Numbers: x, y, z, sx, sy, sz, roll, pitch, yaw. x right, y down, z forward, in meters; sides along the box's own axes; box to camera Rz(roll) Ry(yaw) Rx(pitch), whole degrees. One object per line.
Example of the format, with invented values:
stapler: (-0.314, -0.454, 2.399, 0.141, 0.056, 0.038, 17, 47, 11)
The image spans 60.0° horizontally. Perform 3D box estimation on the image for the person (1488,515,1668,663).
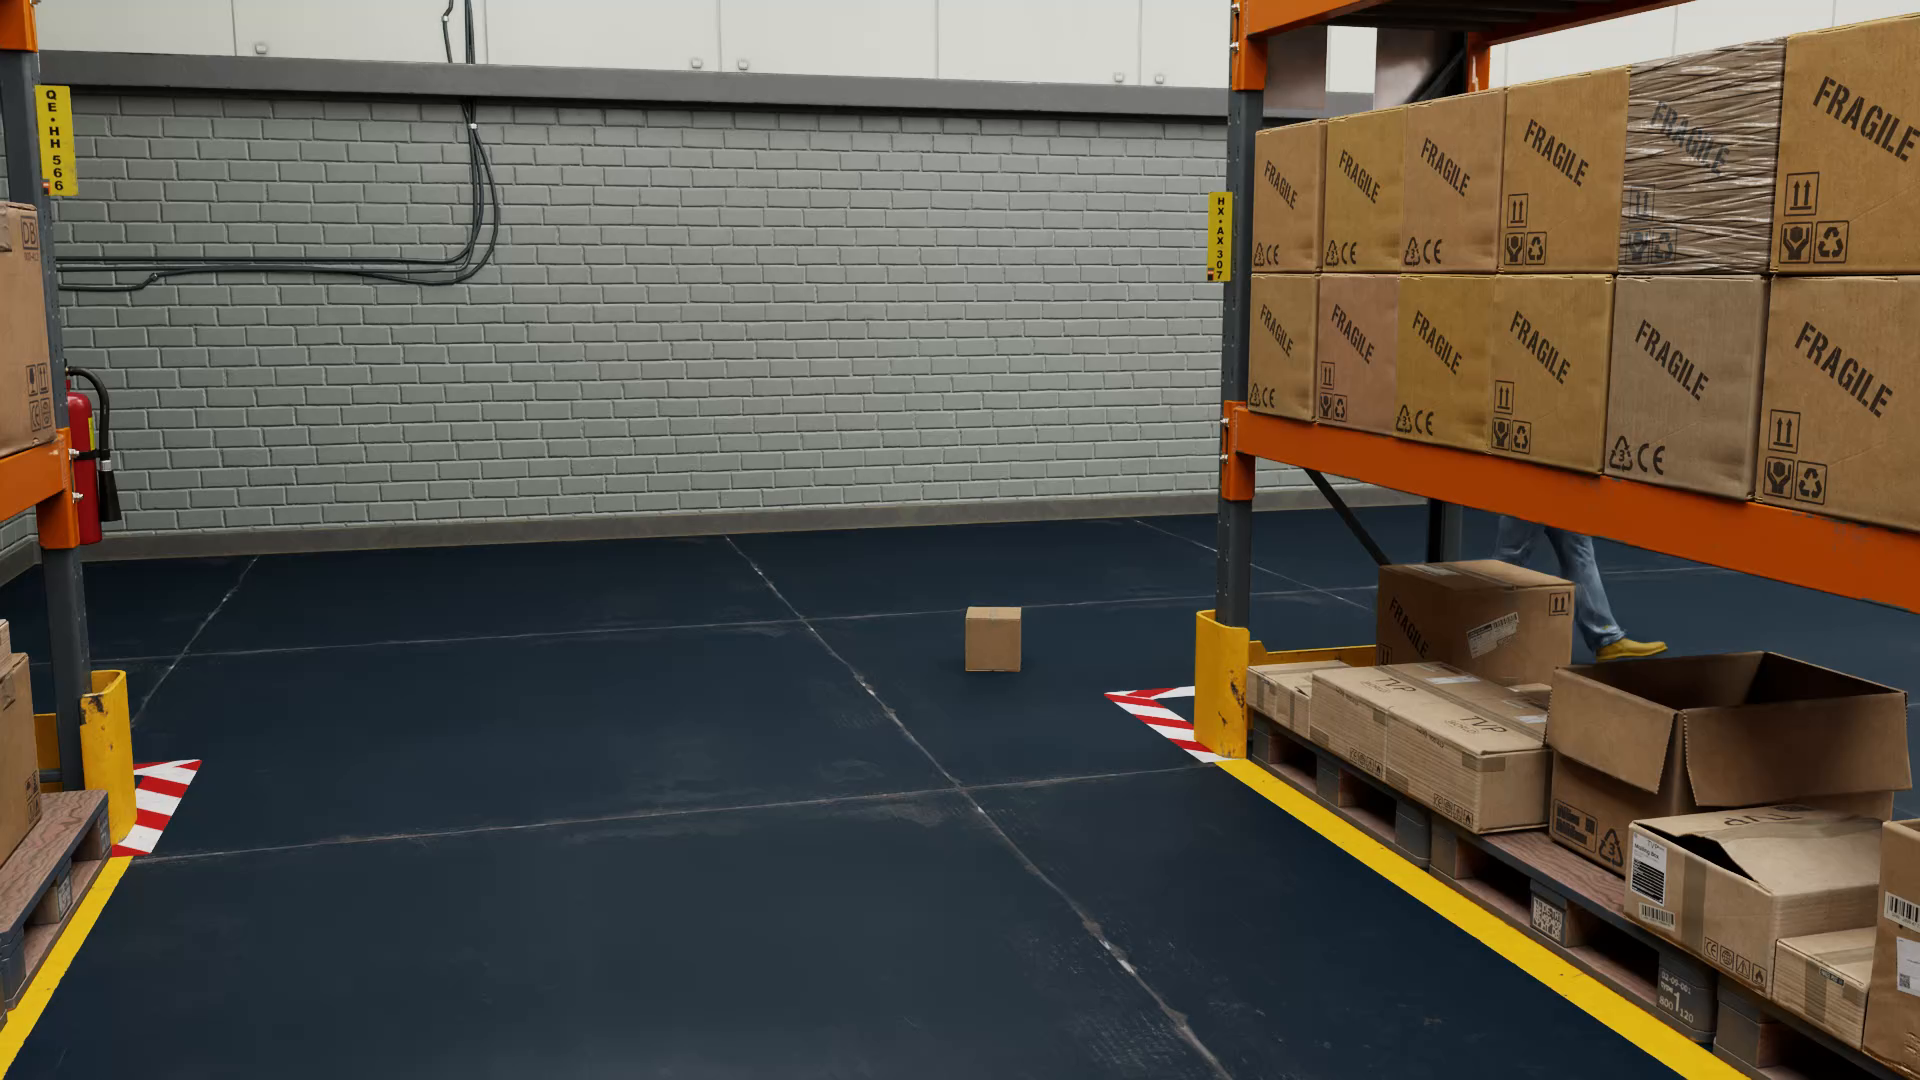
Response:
person: (2.706, -0.280, 7.504, 0.986, 1.711, 0.631, 5, 10, 27)
